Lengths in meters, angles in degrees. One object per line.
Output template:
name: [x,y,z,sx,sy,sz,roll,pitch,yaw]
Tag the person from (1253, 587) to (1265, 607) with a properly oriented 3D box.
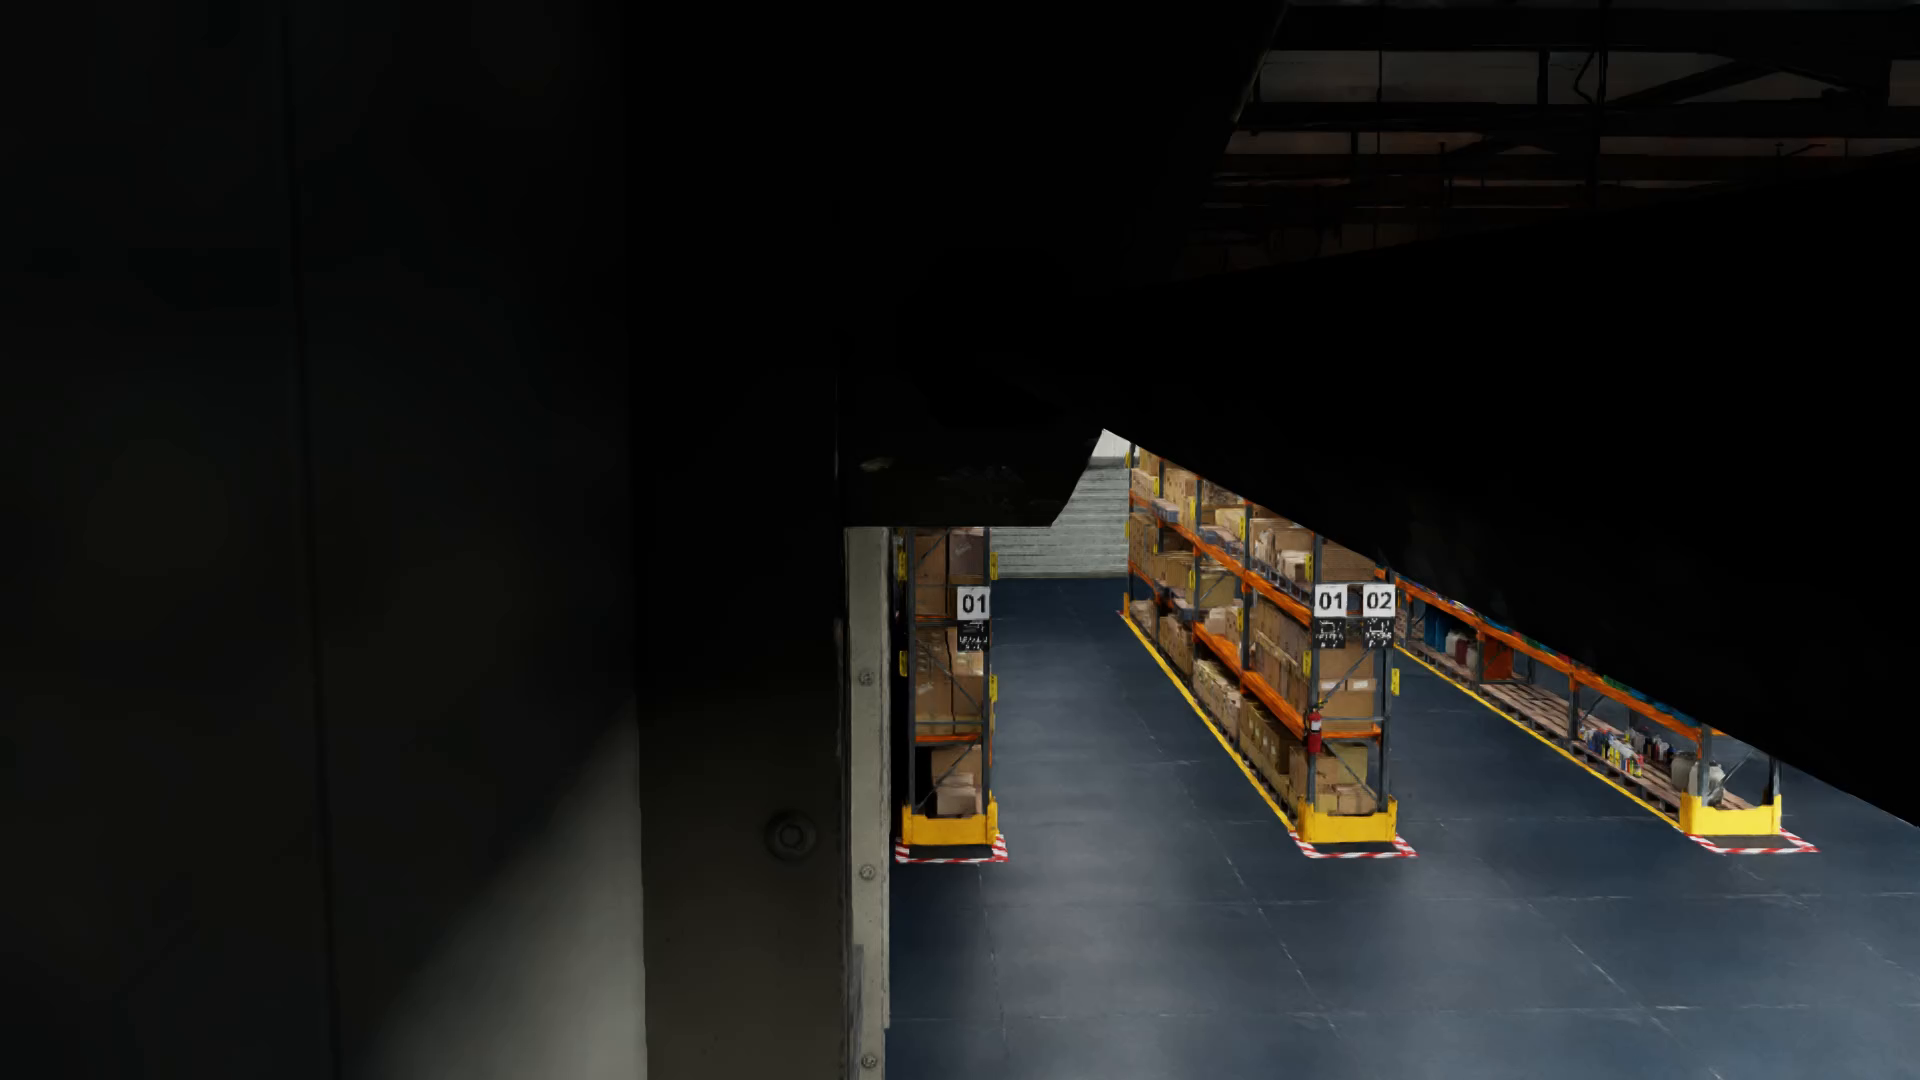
person: [5.875,1.387,31.947,0.544,1.697,1.102,0,7,0]
